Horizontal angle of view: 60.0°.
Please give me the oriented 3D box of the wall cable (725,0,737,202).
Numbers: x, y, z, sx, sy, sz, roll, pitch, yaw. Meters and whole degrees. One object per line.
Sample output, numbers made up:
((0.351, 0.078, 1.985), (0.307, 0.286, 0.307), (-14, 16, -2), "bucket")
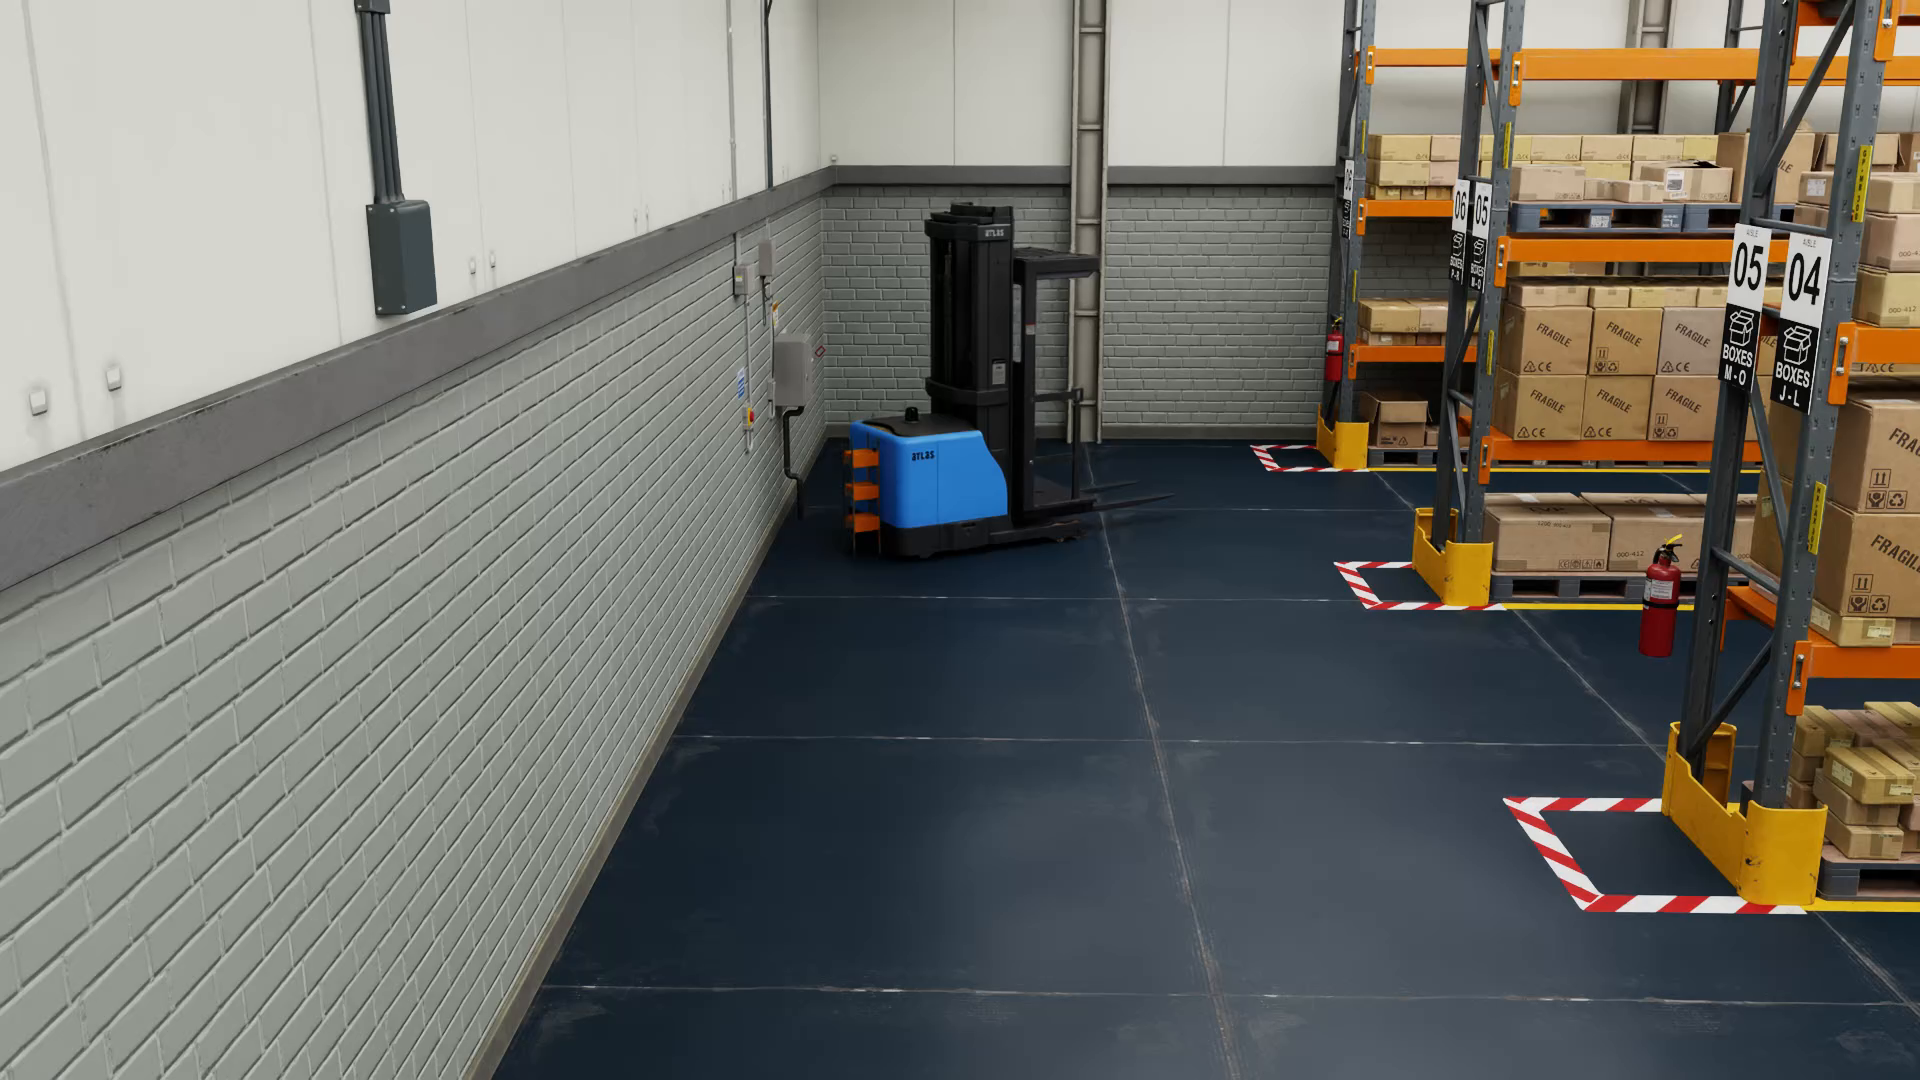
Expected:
((-1.718, -3.950, 12.172), (0.029, 3.000, 0.463), (0, 15, 1), "wall cable")

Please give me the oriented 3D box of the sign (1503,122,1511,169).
((3.955, -2.854, 12.029), (0.005, 0.325, 0.100), (0, 15, 1), "sign")

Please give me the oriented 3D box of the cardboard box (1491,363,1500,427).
((4.464, -1.197, 13.300), (0.500, 0.500, 0.500), (0, 15, 2), "cardboard box")

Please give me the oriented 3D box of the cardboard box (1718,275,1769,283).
((6.143, -1.987, 13.062), (0.250, 0.149, 0.380), (0, 15, 2), "cardboard box")

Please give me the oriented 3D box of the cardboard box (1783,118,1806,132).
((8.389, -4.157, 16.916), (0.258, 0.266, 0.396), (0, 15, 1), "cardboard box")

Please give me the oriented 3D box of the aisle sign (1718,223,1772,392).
((3.885, -1.155, 8.242), (0.004, 0.787, 0.394), (0, 15, 1), "aisle sign")

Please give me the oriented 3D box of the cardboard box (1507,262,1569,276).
((6.045, -2.703, 17.444), (0.500, 0.500, 0.500), (1, 15, 3), "cardboard box")

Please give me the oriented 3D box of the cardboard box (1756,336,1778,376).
((5.978, -1.534, 12.619), (0.500, 0.500, 0.500), (0, 15, 2), "cardboard box")

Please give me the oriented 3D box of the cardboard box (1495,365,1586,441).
((4.448, -1.056, 12.767), (0.500, 0.500, 0.500), (0, 15, 1), "cardboard box")

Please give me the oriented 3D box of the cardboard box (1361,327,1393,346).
((4.420, -2.156, 17.626), (0.250, 0.149, 0.380), (0, 15, 1), "cardboard box")

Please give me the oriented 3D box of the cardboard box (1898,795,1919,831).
((4.740, 1.295, 8.232), (0.250, 0.149, 0.380), (0, 15, 1), "cardboard box")

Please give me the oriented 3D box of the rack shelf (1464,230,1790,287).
((5.975, -2.174, 12.729), (4.000, 0.370, 1.077), (0, 15, 1), "rack shelf")

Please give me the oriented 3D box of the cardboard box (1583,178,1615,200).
((4.849, -2.702, 12.795), (0.250, 0.149, 0.380), (-1, 15, -3), "cardboard box")

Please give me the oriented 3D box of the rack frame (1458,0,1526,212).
((3.975, -3.985, 12.304), (0.127, 3.000, 1.000), (0, 15, 1), "rack frame")

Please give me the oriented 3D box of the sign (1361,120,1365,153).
((4.085, -4.085, 16.849), (0.005, 0.325, 0.100), (0, 15, 1), "sign")

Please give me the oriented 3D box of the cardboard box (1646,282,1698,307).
((5.371, -1.857, 12.570), (0.250, 0.149, 0.380), (1, 15, 2), "cardboard box")

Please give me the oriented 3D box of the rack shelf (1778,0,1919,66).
((5.949, -2.359, 7.560), (4.000, 0.370, 1.077), (0, 15, 1), "rack shelf")

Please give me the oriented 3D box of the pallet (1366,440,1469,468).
((4.971, -0.996, 18.202), (1.213, 0.211, 1.003), (0, 15, 1), "pallet")

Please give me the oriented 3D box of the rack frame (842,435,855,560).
((-0.950, -0.361, 14.150), (0.008, 1.050, 0.200), (-8, 17, -29), "rack frame")

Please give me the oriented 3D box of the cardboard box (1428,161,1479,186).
((5.044, -3.801, 17.198), (0.500, 0.250, 0.500), (1, 15, 2), "cardboard box")

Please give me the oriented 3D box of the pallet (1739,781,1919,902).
((4.837, 1.542, 8.582), (1.213, 0.211, 1.003), (0, 15, 1), "pallet")

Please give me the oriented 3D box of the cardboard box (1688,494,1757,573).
((6.454, -0.059, 13.385), (0.875, 0.438, 0.875), (0, 15, 0), "cardboard box")

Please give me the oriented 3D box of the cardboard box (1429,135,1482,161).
((5.044, -4.038, 17.118), (0.500, 0.250, 0.500), (0, 15, 1), "cardboard box")

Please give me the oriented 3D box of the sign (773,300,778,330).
((-1.671, -2.036, 15.059), (0.001, 0.242, 0.339), (0, 15, 1), "sign")

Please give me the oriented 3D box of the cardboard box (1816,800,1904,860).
((4.466, 1.439, 8.270), (0.250, 0.149, 0.380), (1, 15, 3), "cardboard box")

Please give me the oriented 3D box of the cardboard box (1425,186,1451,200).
((4.930, -3.617, 17.280), (0.250, 0.149, 0.380), (0, 15, 2), "cardboard box")

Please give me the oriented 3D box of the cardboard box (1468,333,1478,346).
((5.456, -2.156, 17.625), (0.250, 0.149, 0.380), (1, 15, 2), "cardboard box")

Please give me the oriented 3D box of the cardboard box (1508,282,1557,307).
((4.323, -1.857, 12.570), (0.250, 0.149, 0.380), (1, 15, 3), "cardboard box")

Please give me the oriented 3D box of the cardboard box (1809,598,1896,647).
((4.265, 0.386, 7.989), (0.250, 0.149, 0.380), (0, 15, 1), "cardboard box")

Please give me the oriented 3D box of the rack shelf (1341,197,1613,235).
((6.098, -3.440, 17.527), (4.000, 0.370, 1.077), (0, 15, 1), "rack shelf")

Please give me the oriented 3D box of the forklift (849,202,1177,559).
((0.553, -1.509, 14.812), (3.031, 2.935, 1.130), (-8, 17, -29), "forklift")

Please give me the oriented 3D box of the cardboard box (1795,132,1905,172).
((6.625, -2.810, 12.511), (0.637, 0.503, 0.797), (2, 15, 6), "cardboard box")

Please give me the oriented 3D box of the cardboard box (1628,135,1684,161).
((7.079, -4.030, 17.087), (0.500, 0.250, 0.500), (0, 15, 1), "cardboard box")

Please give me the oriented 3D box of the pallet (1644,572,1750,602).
((5.993, 0.258, 13.448), (1.213, 0.211, 1.003), (0, 15, 1), "pallet")

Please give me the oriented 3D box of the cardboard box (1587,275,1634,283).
((5.105, -1.990, 13.077), (0.250, 0.149, 0.380), (1, 15, 3), "cardboard box")

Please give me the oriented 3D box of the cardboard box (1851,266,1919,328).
((4.392, -1.131, 7.660), (0.500, 0.250, 0.500), (1, 15, 3), "cardboard box")

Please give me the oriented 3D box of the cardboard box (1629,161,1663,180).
((7.089, -3.786, 17.140), (0.500, 0.250, 0.500), (0, 15, 0), "cardboard box")

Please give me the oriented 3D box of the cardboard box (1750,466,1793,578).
((4.406, -0.076, 8.469), (0.500, 0.500, 0.500), (1, 15, 3), "cardboard box")

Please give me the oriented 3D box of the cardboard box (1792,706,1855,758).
((4.486, 1.005, 8.748), (0.250, 0.149, 0.380), (1, 15, 2), "cardboard box")

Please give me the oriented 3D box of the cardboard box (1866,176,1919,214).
((4.268, -1.573, 7.576), (0.250, 0.149, 0.380), (0, 15, 1), "cardboard box")

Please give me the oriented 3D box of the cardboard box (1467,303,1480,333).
((5.556, -2.344, 17.555), (0.500, 0.250, 0.500), (0, 15, 0), "cardboard box")

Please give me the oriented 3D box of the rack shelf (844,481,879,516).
((-0.844, -0.366, 14.211), (0.240, 0.259, 0.215), (-8, 17, -29), "rack shelf")

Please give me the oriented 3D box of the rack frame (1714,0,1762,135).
((8.097, -5.225, 17.003), (0.127, 3.000, 1.000), (0, 15, 1), "rack frame")

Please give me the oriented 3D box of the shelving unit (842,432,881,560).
((-0.844, -0.377, 14.208), (0.252, 1.050, 0.215), (-8, 17, -29), "shelving unit")
